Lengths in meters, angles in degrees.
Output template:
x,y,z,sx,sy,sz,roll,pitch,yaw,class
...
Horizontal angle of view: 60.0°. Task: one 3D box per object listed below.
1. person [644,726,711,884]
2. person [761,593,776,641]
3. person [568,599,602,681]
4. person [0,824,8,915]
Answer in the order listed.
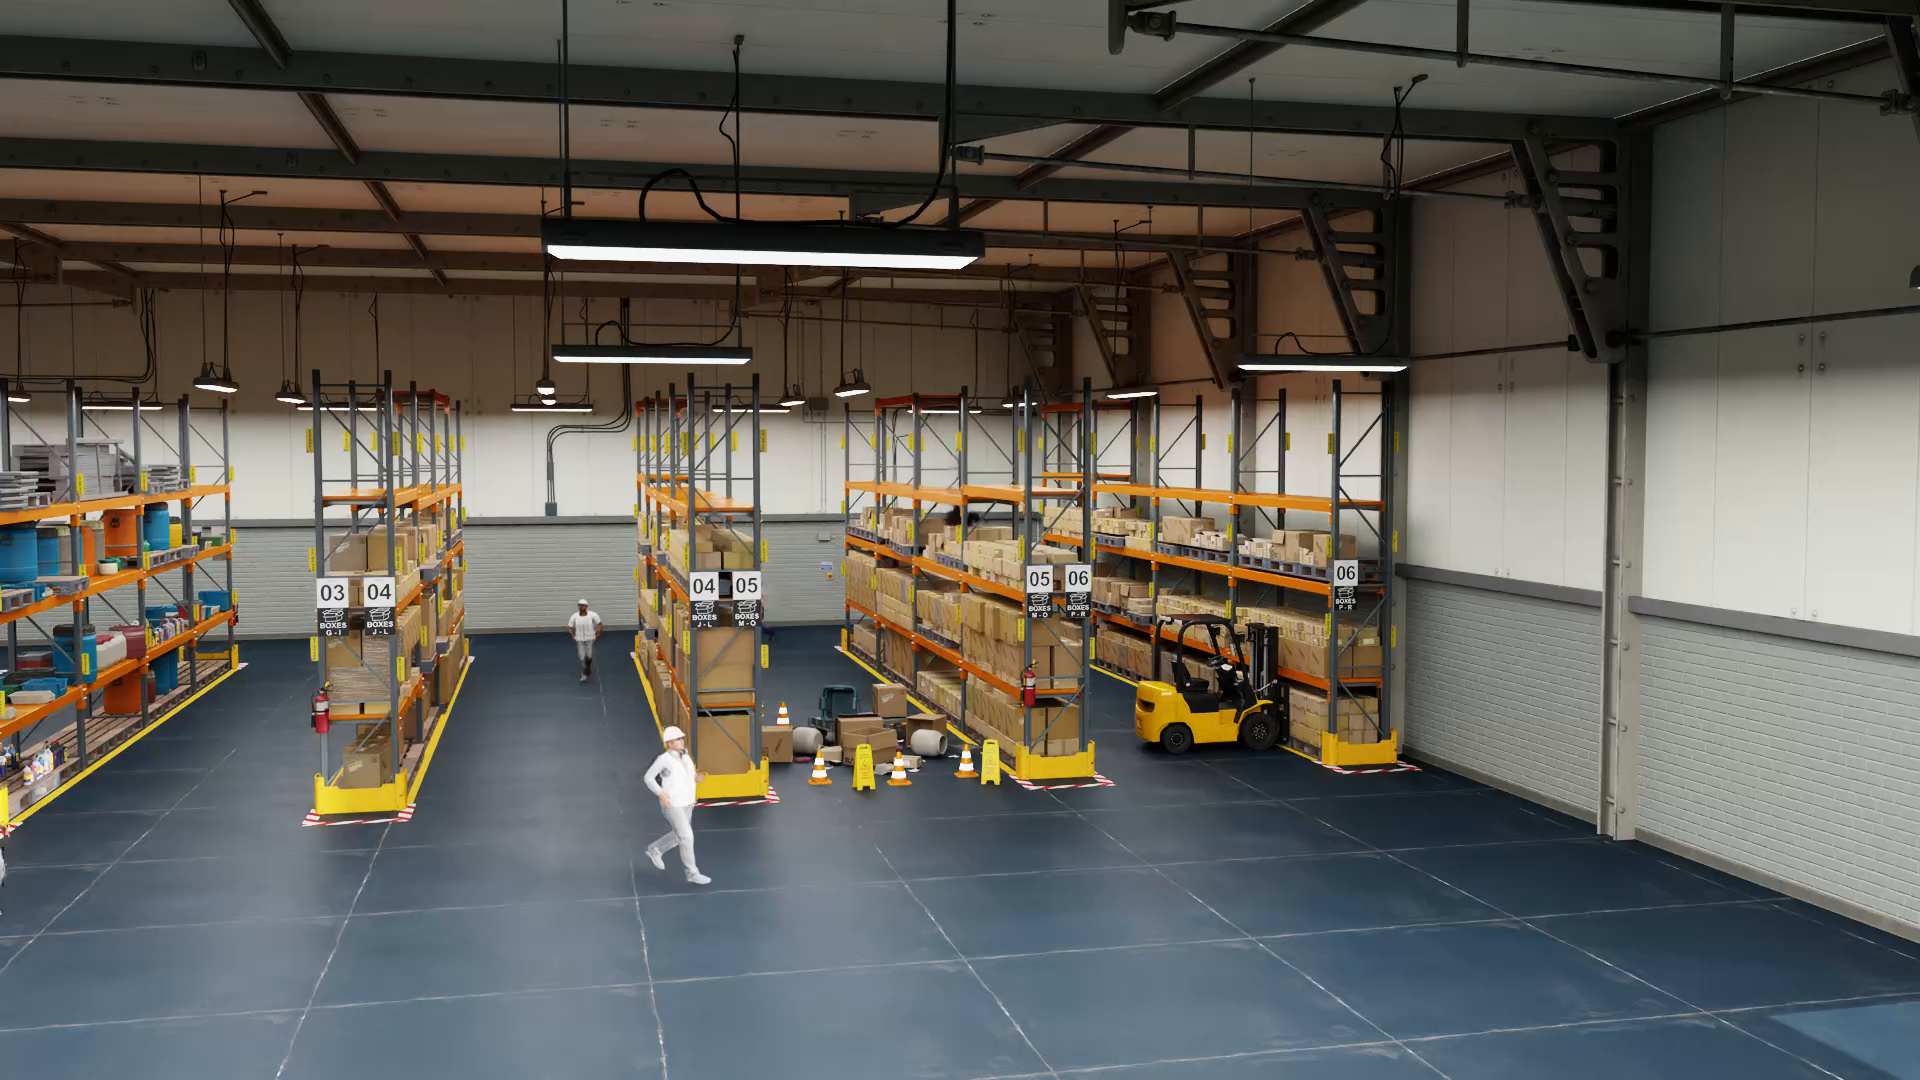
x,y,z,sx,sy,sz,roll,pitch,yaw,class
-3.240,3.004,18.997,0.961,1.749,0.662,2,4,25,person
-4.962,1.828,41.167,0.838,1.648,0.615,-1,3,-10,person
-7.927,2.117,35.114,0.706,1.724,0.489,0,3,-7,person
-10.416,3.179,17.593,0.572,1.628,0.574,0,3,8,person
